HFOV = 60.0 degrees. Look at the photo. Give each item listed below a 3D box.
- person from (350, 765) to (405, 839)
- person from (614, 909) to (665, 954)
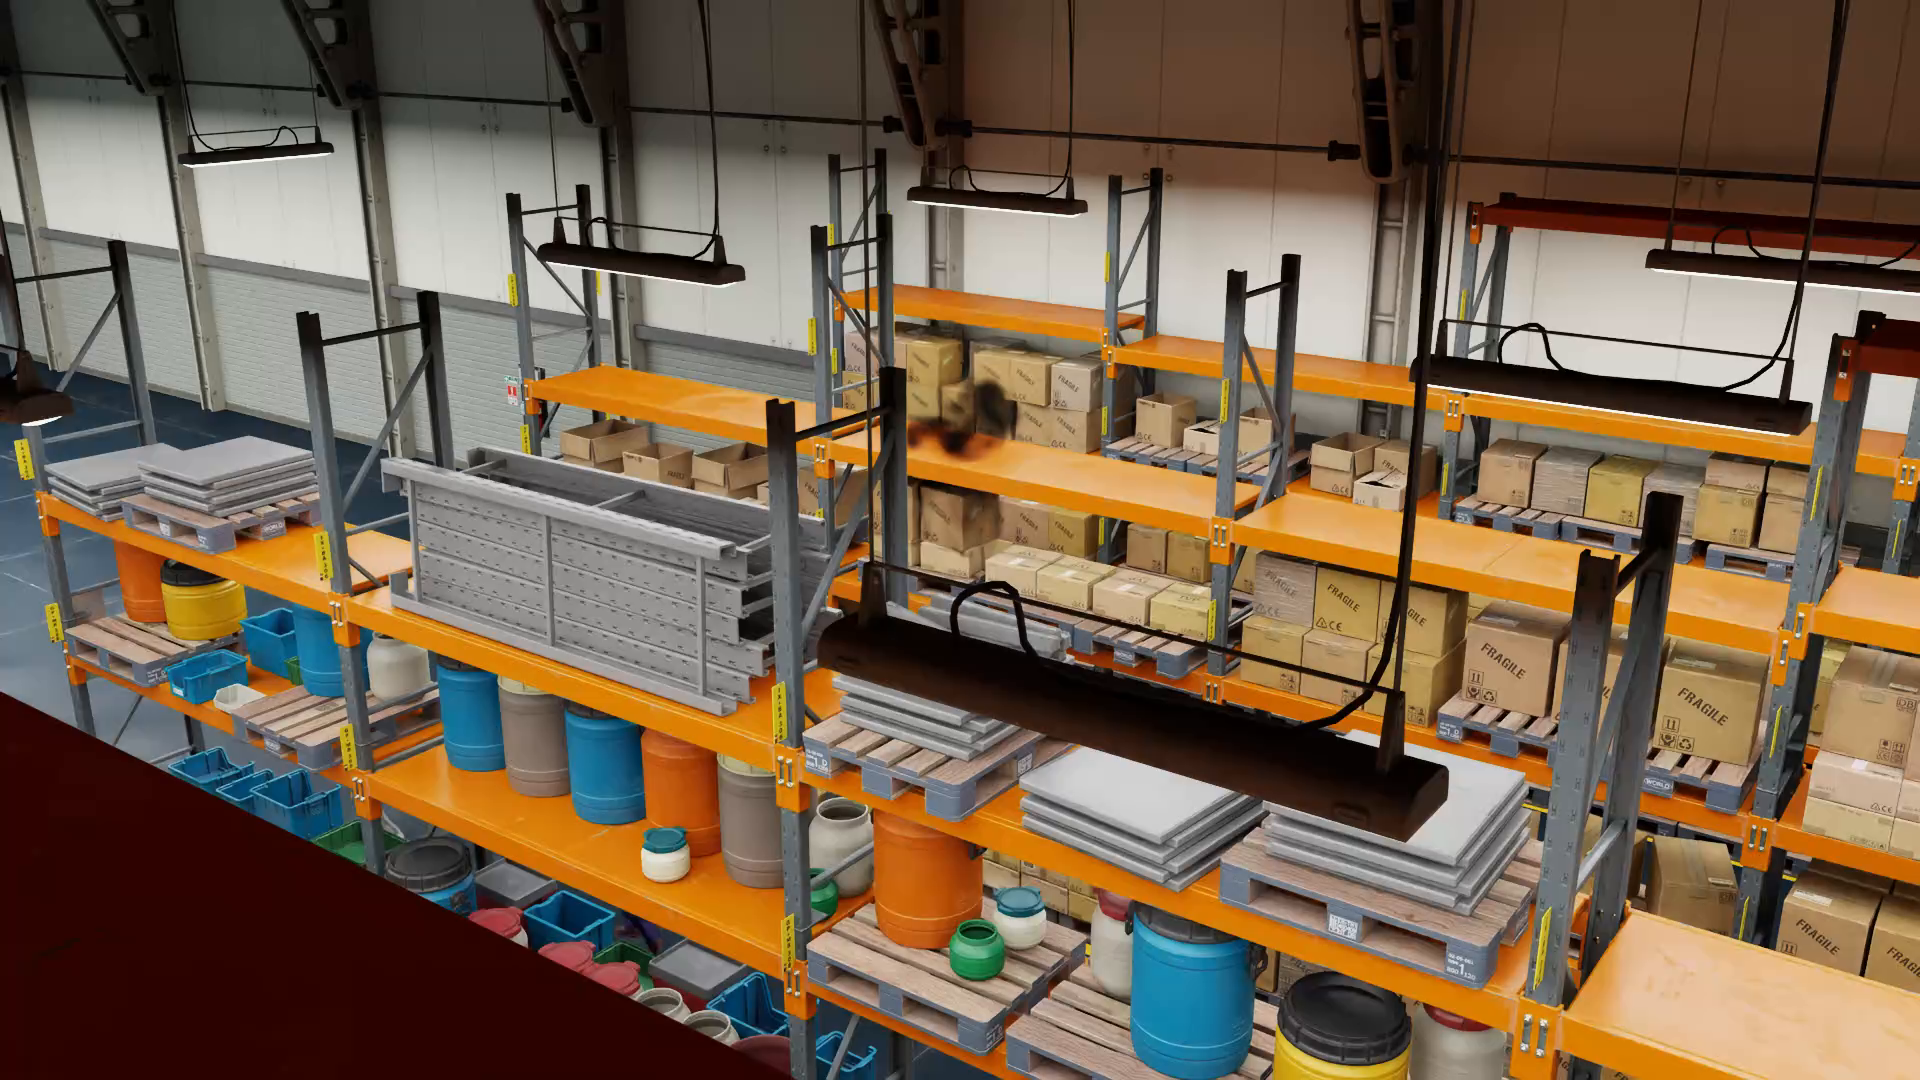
[{"bbox_3d":[-5.590,2.351,15.669,0.549,1.543,0.545,9,21,25],"label":"person"},{"bbox_3d":[-2.687,2.671,13.830,0.685,1.665,0.613,13,22,34],"label":"person"}]
